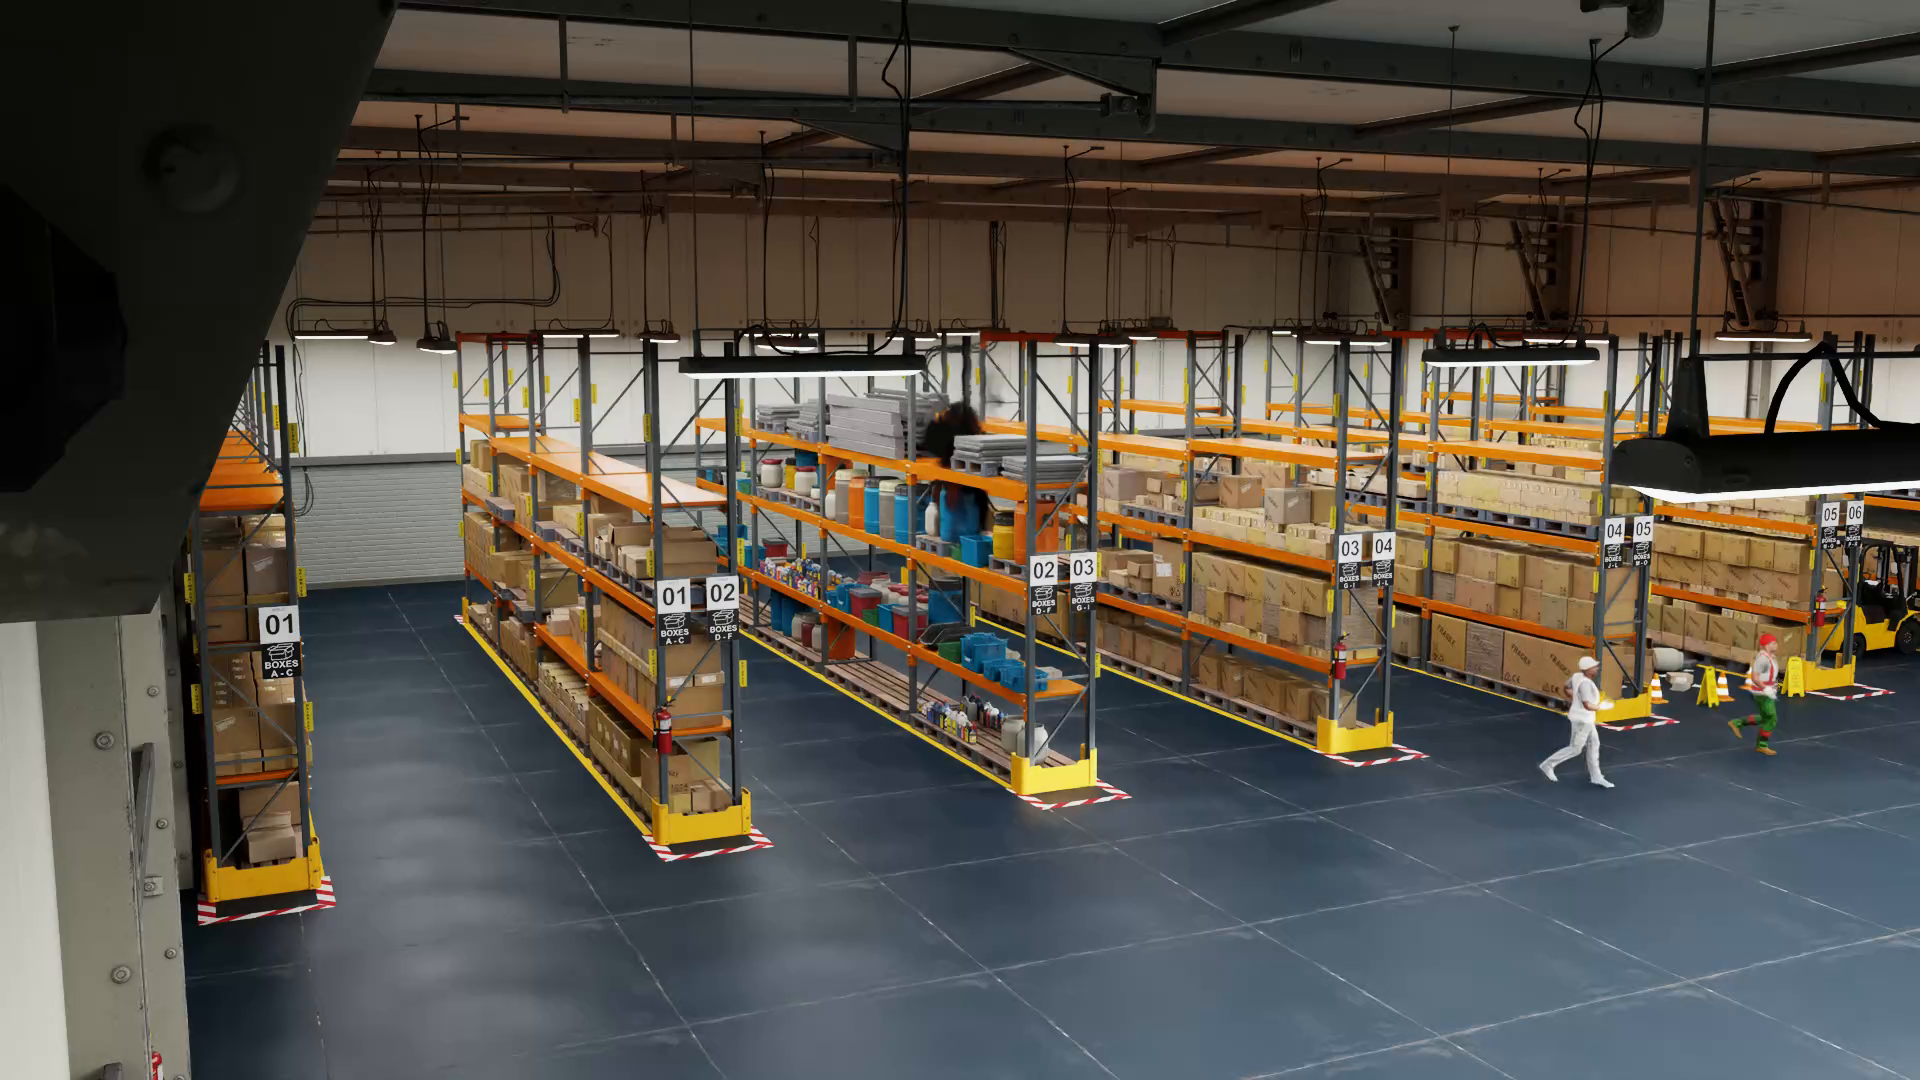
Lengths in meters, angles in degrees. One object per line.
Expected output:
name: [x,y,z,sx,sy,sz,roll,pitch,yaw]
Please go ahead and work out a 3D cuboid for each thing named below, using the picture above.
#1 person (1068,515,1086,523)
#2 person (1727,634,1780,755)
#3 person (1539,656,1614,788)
person: [2.839,-0.078,41.695,0.801,1.603,0.768,-5,9,-33]
person: [11.568,2.218,24.189,0.688,1.776,0.662,5,9,33]
person: [8.320,2.439,22.367,0.995,1.791,0.694,2,8,14]
